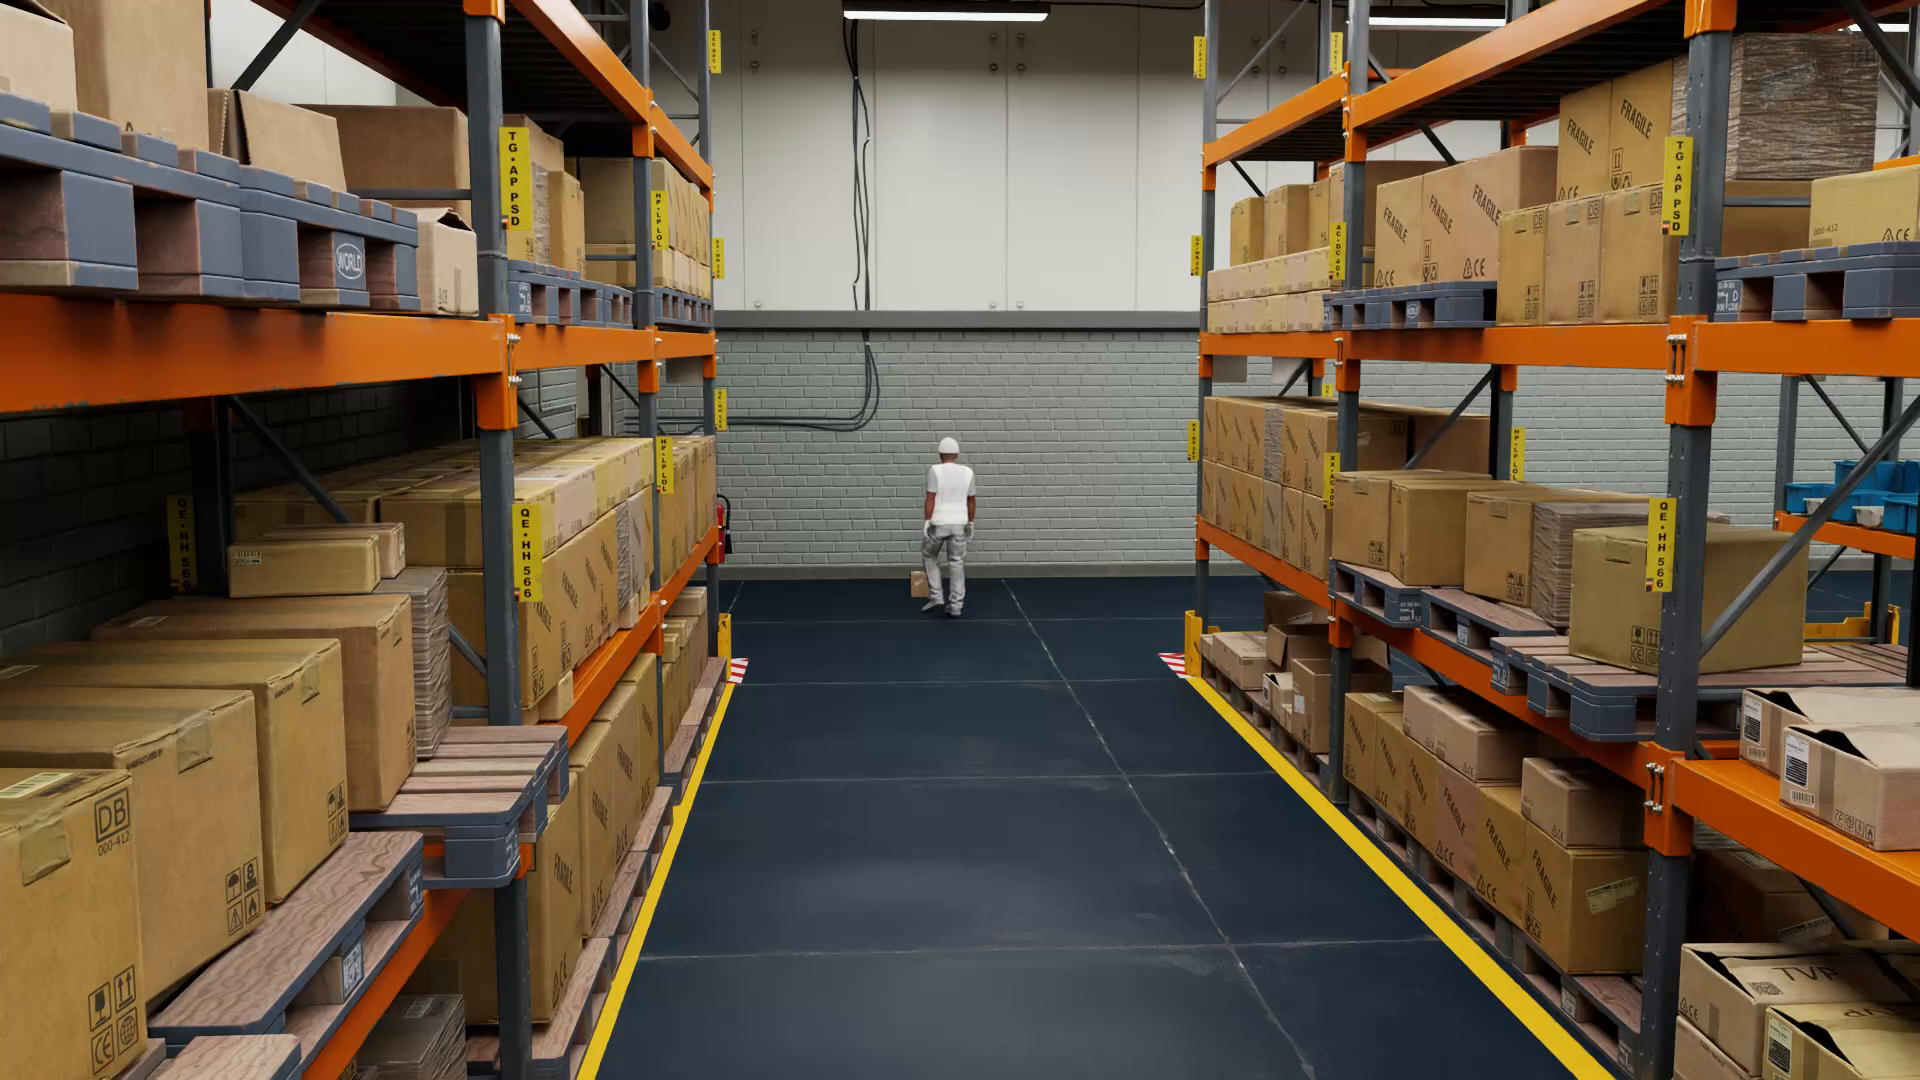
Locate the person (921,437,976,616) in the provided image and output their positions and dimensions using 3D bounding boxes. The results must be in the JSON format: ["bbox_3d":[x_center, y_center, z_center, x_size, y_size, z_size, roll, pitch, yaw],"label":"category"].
[{"bbox_3d":[-0.113,-0.137,16.715,0.595,1.778,0.519,-2,7,-18],"label":"person"}]
